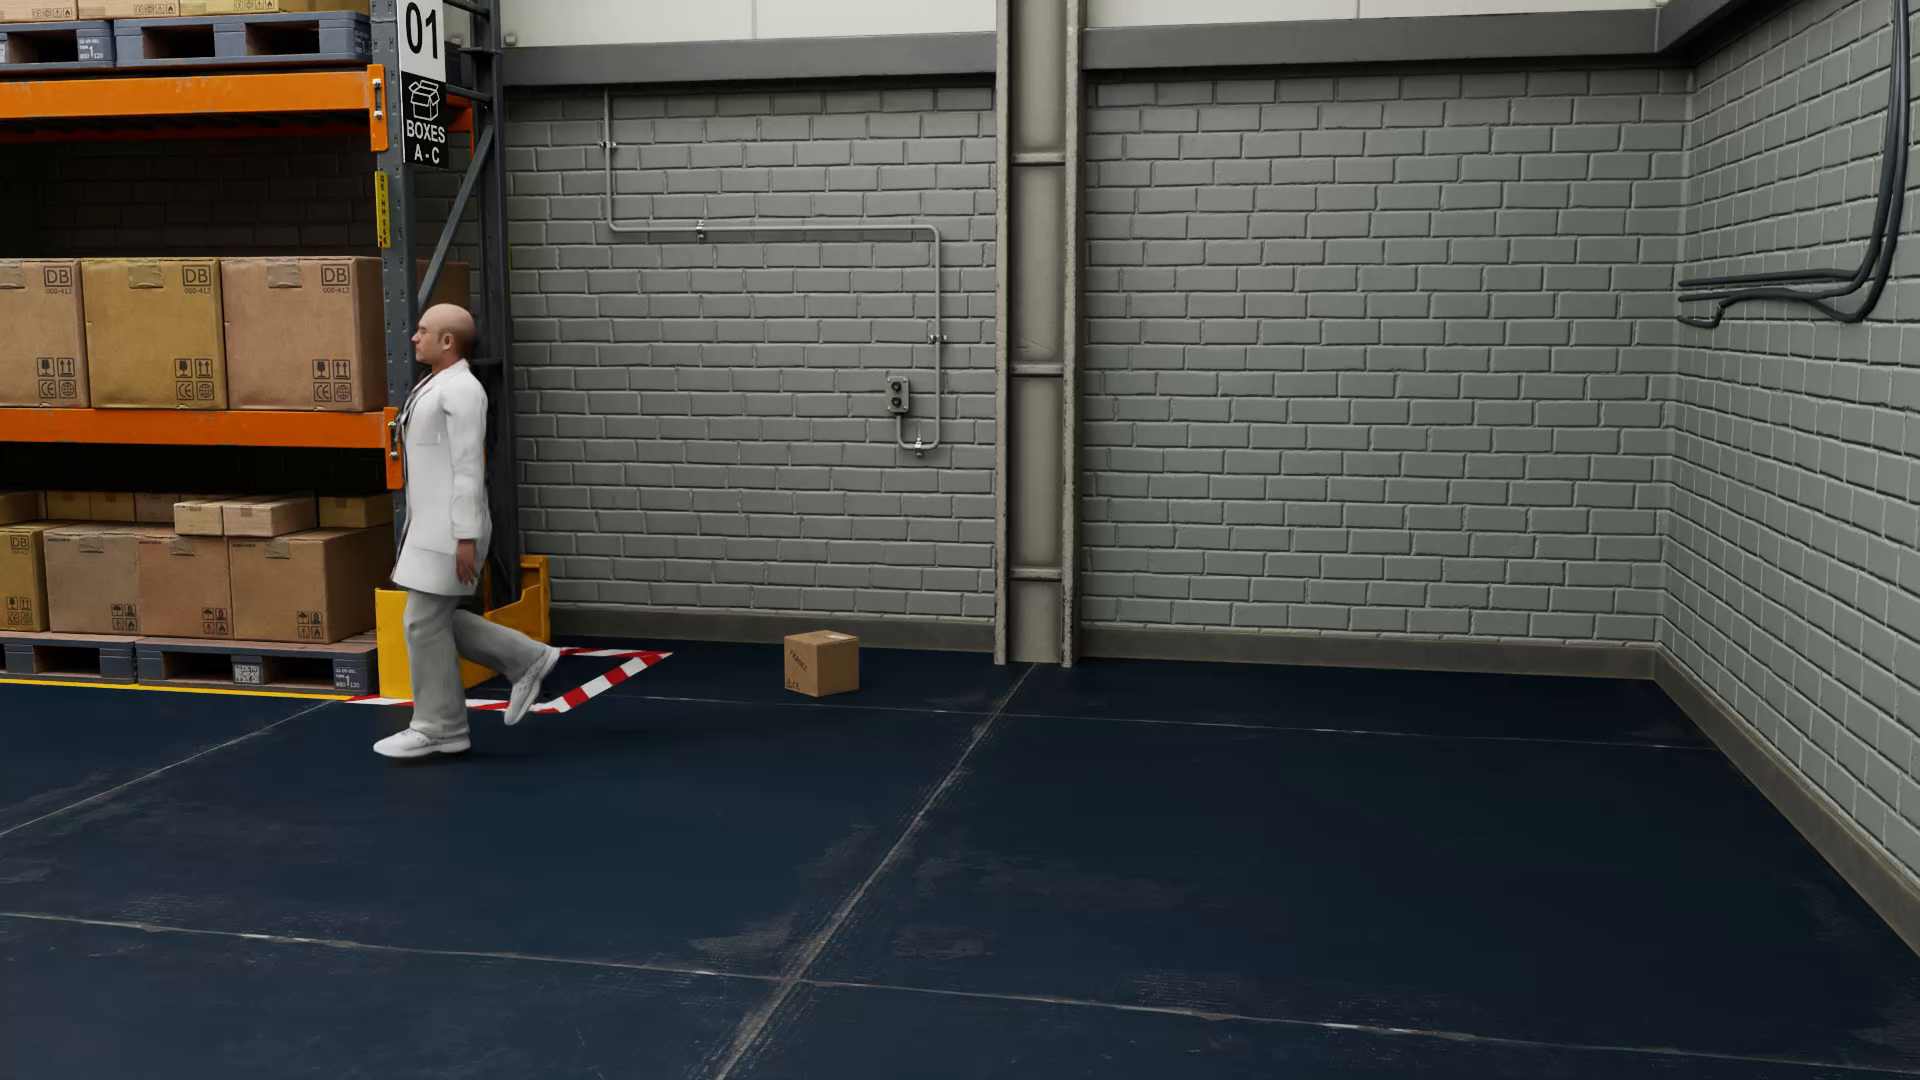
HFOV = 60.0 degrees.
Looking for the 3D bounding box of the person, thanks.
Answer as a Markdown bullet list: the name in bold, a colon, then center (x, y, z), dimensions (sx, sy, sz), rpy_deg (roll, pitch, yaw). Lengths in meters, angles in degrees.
- **person**: center (-1.982, -0.042, 6.535), dimensions (0.706, 1.756, 0.580), rpy_deg (-4, 9, -26)
